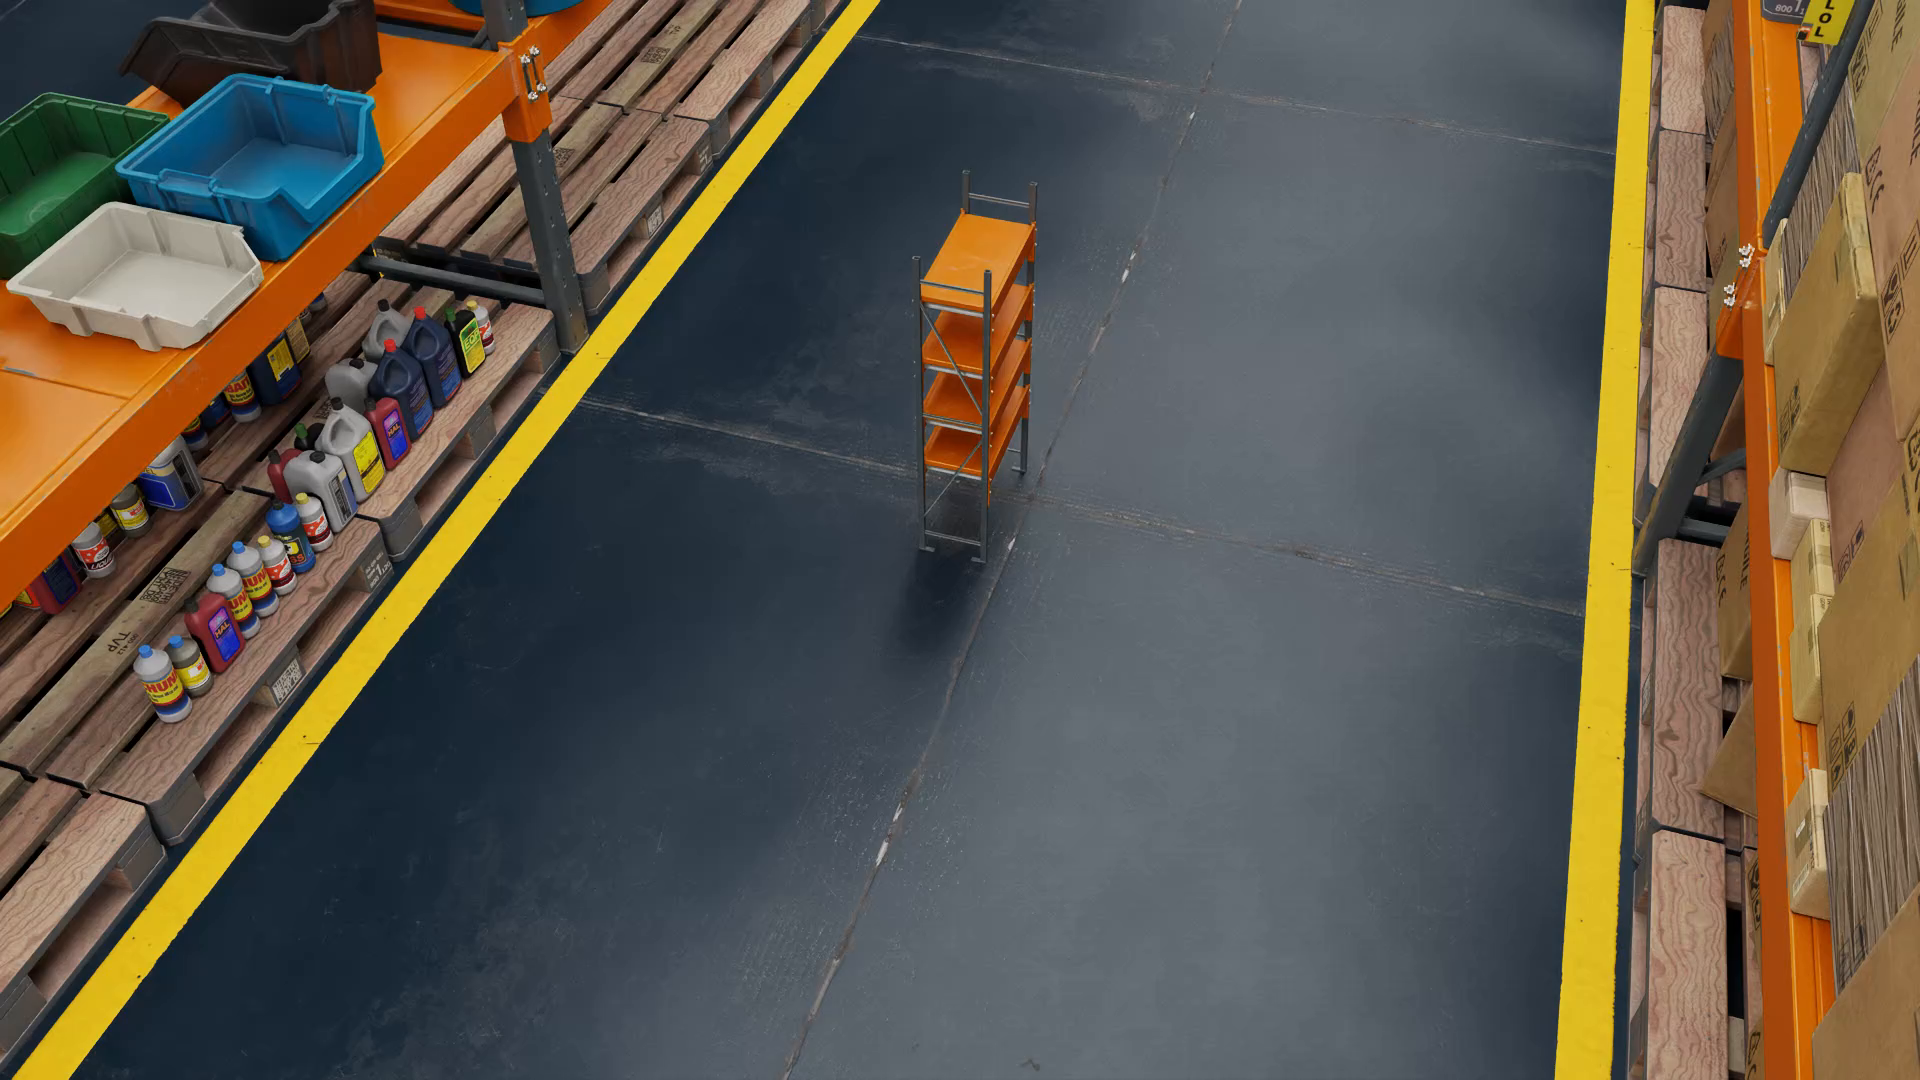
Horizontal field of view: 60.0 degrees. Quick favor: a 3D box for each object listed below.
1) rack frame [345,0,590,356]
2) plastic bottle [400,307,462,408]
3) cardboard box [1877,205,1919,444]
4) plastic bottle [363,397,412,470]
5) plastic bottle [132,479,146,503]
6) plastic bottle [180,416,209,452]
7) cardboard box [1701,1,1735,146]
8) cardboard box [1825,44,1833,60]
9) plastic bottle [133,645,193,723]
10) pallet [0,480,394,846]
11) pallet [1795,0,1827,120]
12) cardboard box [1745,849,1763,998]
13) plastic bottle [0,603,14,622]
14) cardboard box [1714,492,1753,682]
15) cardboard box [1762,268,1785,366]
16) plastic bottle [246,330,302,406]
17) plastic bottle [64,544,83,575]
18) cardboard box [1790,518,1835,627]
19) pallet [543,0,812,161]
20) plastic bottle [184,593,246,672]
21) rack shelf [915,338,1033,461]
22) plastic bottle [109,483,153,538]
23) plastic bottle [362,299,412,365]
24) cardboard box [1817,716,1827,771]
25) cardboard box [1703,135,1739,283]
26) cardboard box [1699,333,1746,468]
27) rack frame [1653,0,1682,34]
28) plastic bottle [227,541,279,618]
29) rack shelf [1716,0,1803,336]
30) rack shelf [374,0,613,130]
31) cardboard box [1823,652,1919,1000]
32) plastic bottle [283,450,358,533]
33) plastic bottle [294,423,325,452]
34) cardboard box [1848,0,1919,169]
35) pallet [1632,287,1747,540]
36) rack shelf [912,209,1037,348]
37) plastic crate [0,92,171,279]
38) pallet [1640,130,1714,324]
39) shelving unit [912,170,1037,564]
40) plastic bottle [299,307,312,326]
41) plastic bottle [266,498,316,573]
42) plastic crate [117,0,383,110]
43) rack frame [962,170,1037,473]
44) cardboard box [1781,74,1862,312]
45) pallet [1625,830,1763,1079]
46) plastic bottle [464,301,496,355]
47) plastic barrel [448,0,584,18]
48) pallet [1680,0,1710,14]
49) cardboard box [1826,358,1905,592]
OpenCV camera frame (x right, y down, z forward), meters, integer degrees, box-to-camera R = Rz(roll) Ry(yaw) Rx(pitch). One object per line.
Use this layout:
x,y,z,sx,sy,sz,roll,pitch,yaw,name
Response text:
-1.956,-1.935,5.583,1.000,3.000,0.127,13,46,13,rack frame
-1.876,-0.655,5.854,0.144,0.351,0.185,11,46,11,plastic bottle
2.084,-0.473,3.089,0.500,0.500,0.500,13,46,13,cardboard box
-1.944,-0.386,5.627,0.061,0.283,0.133,15,46,15,plastic bottle
-2.782,-0.286,5.477,0.144,0.351,0.185,12,46,12,plastic bottle
-2.662,-0.435,5.686,0.097,0.271,0.097,0,44,0,plastic bottle
3.636,-1.993,7.115,0.700,0.500,0.500,9,45,9,cardboard box
3.138,-1.751,4.665,1.000,1.000,1.000,13,46,13,cardboard box
-2.321,0.406,4.826,0.097,0.271,0.097,0,44,0,plastic bottle
-2.567,0.316,5.276,1.003,0.211,1.213,13,46,13,pallet
3.134,-1.296,5.067,1.003,0.211,1.213,13,46,13,pallet
2.326,0.929,4.143,0.500,0.500,0.500,9,45,9,cardboard box
-3.011,0.146,5.084,0.061,0.283,0.133,14,46,13,plastic bottle
2.605,0.115,4.974,0.500,0.500,0.500,11,45,11,cardboard box
2.324,-0.553,4.350,0.380,0.149,0.250,13,46,13,cardboard box
-2.459,-0.665,5.864,0.144,0.351,0.185,13,46,13,plastic bottle
-2.885,-0.024,5.263,0.152,0.276,0.135,11,46,11,plastic bottle
2.057,0.122,3.661,0.380,0.149,0.250,13,46,13,cardboard box
-1.388,-2.286,7.935,1.003,0.211,1.213,13,46,13,pallet
-2.235,0.255,4.972,0.061,0.283,0.133,13,46,13,plastic bottle
0.050,-0.491,5.490,0.258,0.148,0.480,13,46,13,rack shelf
-2.710,-0.113,5.407,0.097,0.201,0.097,0,44,0,plastic bottle
-2.014,-0.686,5.886,0.144,0.351,0.185,13,46,13,plastic bottle
1.939,0.462,3.313,0.380,0.149,0.250,13,46,13,cardboard box
3.302,-1.242,6.347,0.700,0.500,0.500,9,45,9,cardboard box
2.971,-0.555,5.645,0.700,0.500,0.500,9,45,9,cardboard box
3.976,-3.552,7.236,1.000,3.000,0.127,13,46,13,rack frame
-2.187,0.111,5.128,0.097,0.271,0.097,0,44,0,plastic bottle
3.370,-1.962,6.125,1.077,0.370,4.000,13,46,13,rack shelf
-1.350,-3.011,7.197,1.077,0.370,4.000,13,46,13,rack shelf
1.975,0.594,2.714,0.875,0.500,0.500,13,46,13,cardboard box
-2.085,-0.178,5.420,0.152,0.276,0.135,13,46,13,plastic bottle
-2.138,-0.293,5.532,0.061,0.283,0.133,13,46,13,plastic bottle
2.386,-1.139,3.771,0.500,0.500,0.500,13,46,13,cardboard box
2.999,-0.409,6.017,1.003,0.211,1.213,13,46,13,pallet
0.050,-0.820,5.168,0.258,0.148,0.480,13,46,13,rack shelf
-2.636,-1.014,4.793,0.450,0.188,0.662,13,46,13,plastic crate
3.366,-1.225,6.851,1.003,0.211,1.213,13,46,13,pallet
0.050,-0.539,5.443,0.258,1.200,0.503,13,46,13,shelving unit
-2.501,-0.905,6.216,0.097,0.201,0.097,0,44,0,plastic bottle
-2.126,-0.024,5.266,0.097,0.271,0.097,0,44,0,plastic bottle
-2.236,-1.591,5.276,0.767,0.338,0.504,13,46,13,plastic crate
0.124,-0.702,5.609,0.240,1.200,0.015,13,46,13,rack frame
2.569,-0.741,4.079,0.875,0.500,0.500,13,46,13,cardboard box
2.227,1.382,4.187,1.003,0.211,1.213,13,46,13,pallet
-1.769,-0.784,6.093,0.097,0.201,0.097,0,44,0,plastic bottle
-1.550,-2.308,5.605,0.600,0.901,0.708,13,46,13,plastic barrel
4.286,-3.065,8.732,1.003,0.211,1.213,13,46,13,pallet
2.329,-0.061,3.383,0.875,0.500,0.500,13,46,13,cardboard box
